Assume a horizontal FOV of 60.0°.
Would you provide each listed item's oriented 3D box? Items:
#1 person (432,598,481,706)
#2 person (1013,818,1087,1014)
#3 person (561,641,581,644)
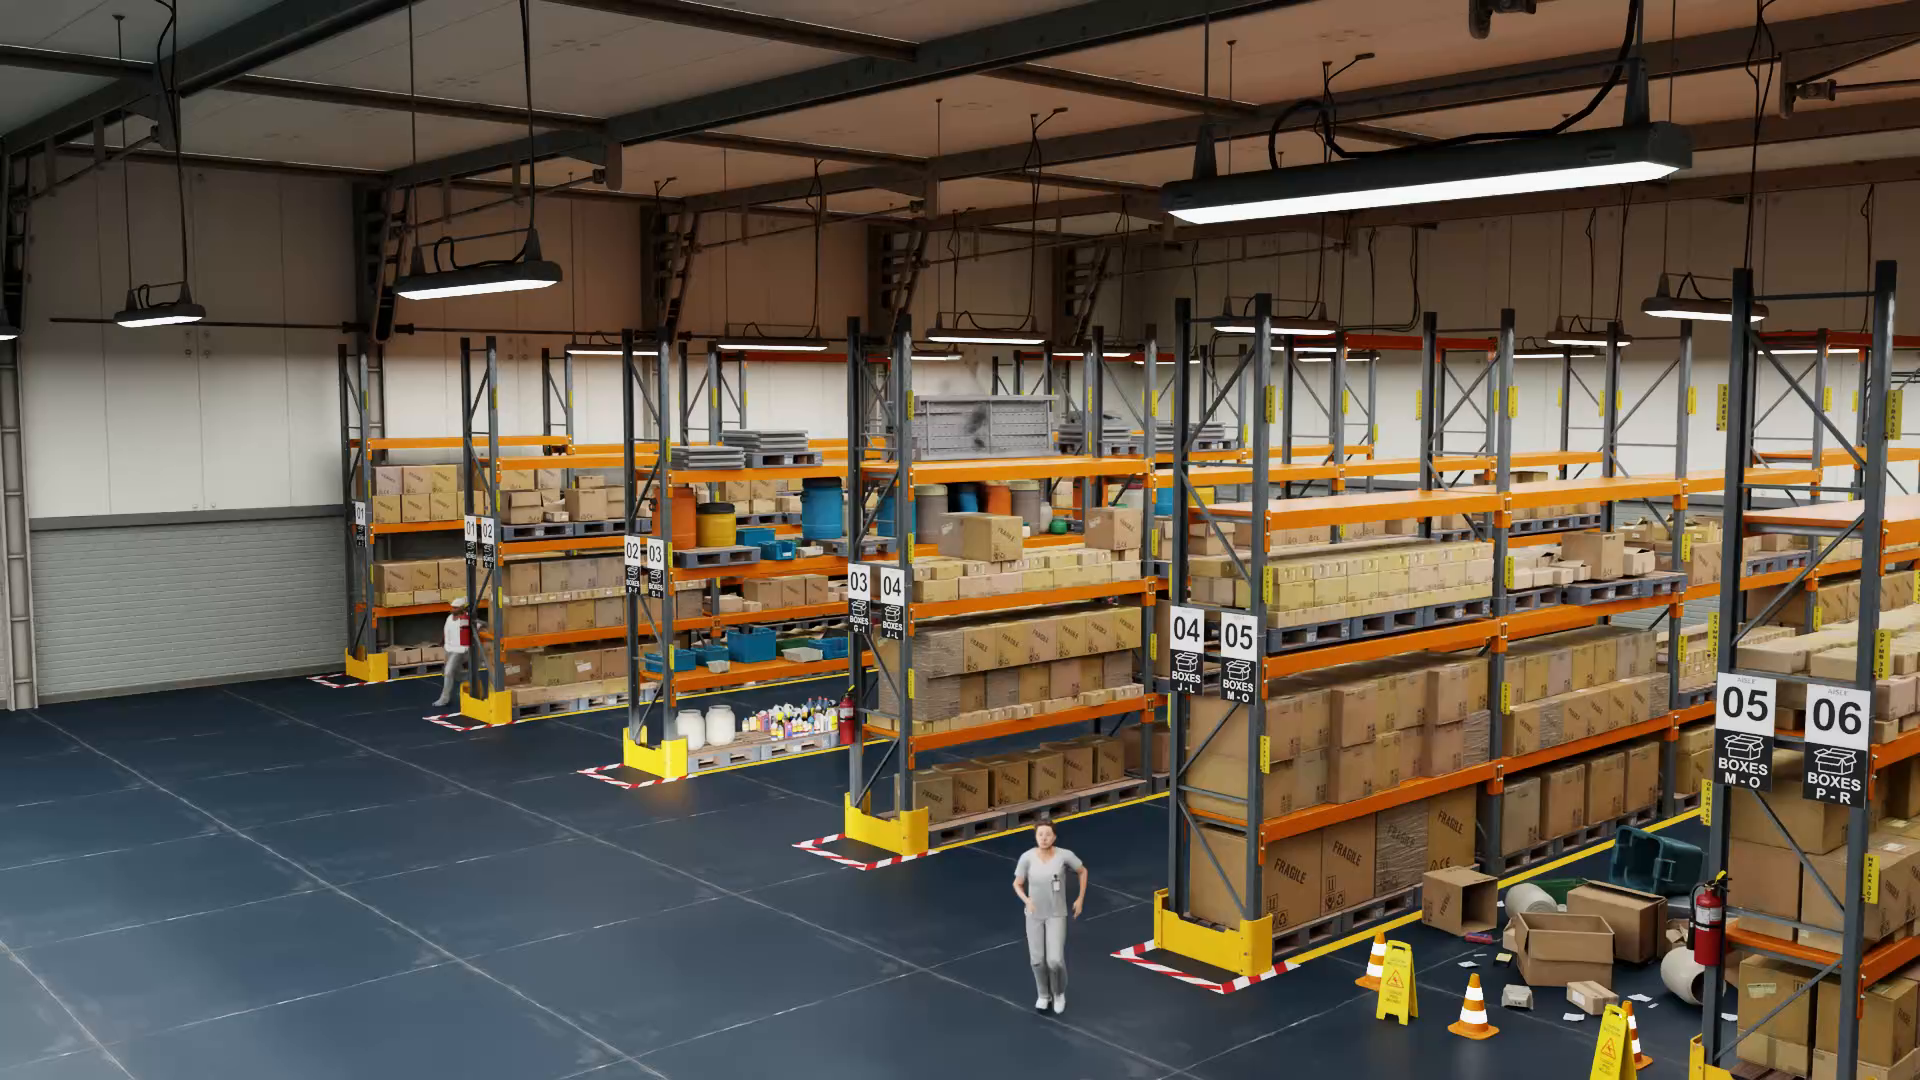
[{"bbox_3d":[-8.280,1.826,27.433,0.758,1.754,0.888,3,6,34],"label":"person"},{"bbox_3d":[0.730,3.114,13.700,0.596,1.649,0.629,1,5,10],"label":"person"},{"bbox_3d":[-6.691,1.694,29.048,0.709,1.737,0.757,4,6,35],"label":"person"}]
